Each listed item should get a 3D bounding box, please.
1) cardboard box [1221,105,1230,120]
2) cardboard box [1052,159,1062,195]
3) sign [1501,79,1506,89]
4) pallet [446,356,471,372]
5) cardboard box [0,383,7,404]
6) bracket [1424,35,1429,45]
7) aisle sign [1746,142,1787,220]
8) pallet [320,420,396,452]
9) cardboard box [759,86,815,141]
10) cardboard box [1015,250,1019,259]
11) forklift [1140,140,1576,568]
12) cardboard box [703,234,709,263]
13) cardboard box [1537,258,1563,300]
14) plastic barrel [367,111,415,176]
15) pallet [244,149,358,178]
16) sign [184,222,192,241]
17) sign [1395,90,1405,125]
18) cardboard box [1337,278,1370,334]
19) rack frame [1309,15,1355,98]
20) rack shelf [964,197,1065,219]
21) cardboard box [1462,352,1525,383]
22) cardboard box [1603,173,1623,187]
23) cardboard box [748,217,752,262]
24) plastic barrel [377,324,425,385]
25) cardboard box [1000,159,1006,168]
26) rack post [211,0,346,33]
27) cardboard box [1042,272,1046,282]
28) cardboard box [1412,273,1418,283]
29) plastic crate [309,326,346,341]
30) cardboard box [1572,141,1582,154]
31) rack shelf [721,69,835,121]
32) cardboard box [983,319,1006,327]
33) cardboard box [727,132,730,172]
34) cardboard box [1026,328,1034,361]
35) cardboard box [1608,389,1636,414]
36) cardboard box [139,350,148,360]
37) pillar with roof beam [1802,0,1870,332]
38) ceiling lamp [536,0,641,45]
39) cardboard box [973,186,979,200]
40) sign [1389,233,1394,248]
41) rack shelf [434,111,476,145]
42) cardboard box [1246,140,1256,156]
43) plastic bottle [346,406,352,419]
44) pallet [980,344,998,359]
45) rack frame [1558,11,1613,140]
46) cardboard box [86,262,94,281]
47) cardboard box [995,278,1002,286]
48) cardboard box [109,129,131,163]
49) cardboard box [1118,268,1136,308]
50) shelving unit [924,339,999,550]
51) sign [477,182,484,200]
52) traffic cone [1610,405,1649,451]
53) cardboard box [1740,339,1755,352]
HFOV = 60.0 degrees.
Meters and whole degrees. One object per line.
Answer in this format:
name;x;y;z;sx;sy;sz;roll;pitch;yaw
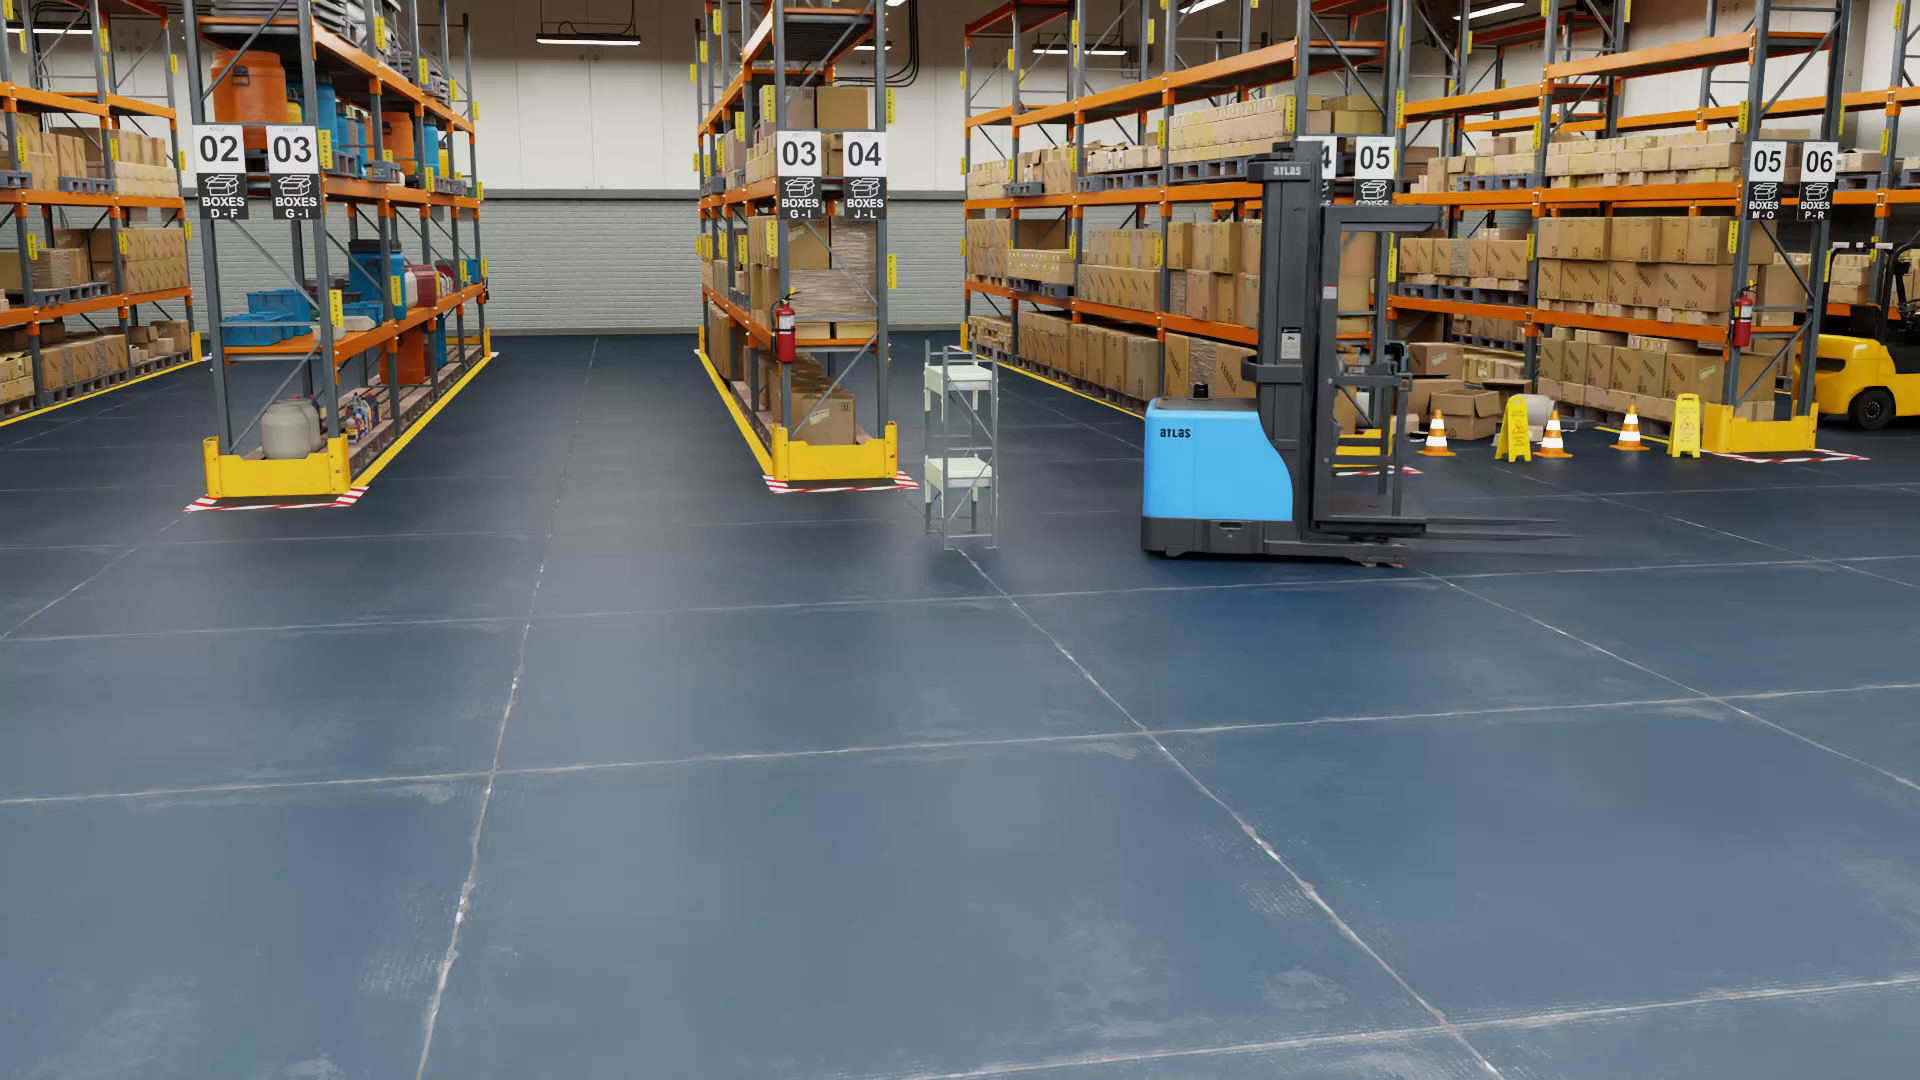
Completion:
cardboard box;3.011;-4.554;17.725;0.380;0.149;0.250;-2;11;-11
cardboard box;1.679;-5.404;24.776;0.500;0.500;0.500;-2;11;-11
sign;10.846;-9.042;33.212;0.100;0.325;0.005;-2;11;-11
pallet;-8.553;-2.850;27.104;1.003;0.211;1.213;-2;11;-11
cardboard box;-11.913;-1.754;20.122;0.500;0.250;0.500;-2;11;-10
bracket;10.229;-10.847;35.994;0.235;0.232;0.430;-2;11;-11
aisle sign;8.269;-3.681;17.061;0.394;0.787;0.004;-2;11;-11
pallet;-6.726;-1.124;18.039;1.003;0.211;1.213;-2;11;-11
cardboard box;-1.729;-4.255;16.606;0.500;0.500;0.500;-2;11;-11
cardboard box;1.105;-4.616;26.885;0.380;0.149;0.250;-2;11;-11
forklift;2.867;-1.352;11.959;3.031;2.935;1.130;2;11;8
cardboard box;-4.259;-5.156;29.365;0.500;0.500;0.500;-2;11;-13
cardboard box;7.576;-3.264;20.759;0.500;0.500;0.500;-2;11;-11
plastic barrel;-7.701;-5.348;22.476;0.600;0.830;0.708;-2;11;-11
pallet;-6.103;-3.421;15.132;1.003;0.211;1.213;-2;11;-11
sign;-13.461;-5.381;29.003;0.100;0.325;0.005;-2;11;-11
sign;4.251;-4.188;16.107;0.100;0.325;0.005;-2;11;-11
cardboard box;3.589;-2.367;16.711;0.875;0.550;0.550;-2;11;-11
rack frame;6.208;-7.574;28.421;1.000;3.000;0.127;-2;11;-11
rack shelf;0.983;-5.915;29.653;1.077;0.370;4.000;-2;11;-11
cardboard box;7.379;-2.430;23.347;0.950;0.372;0.625;-2;11;-9
cardboard box;7.748;-4.204;19.410;0.380;0.149;0.250;-2;11;-12
cardboard box;-2.119;-3.394;18.767;0.500;0.500;0.500;-2;11;-11
plastic barrel;-7.705;-2.582;22.920;0.600;0.830;0.708;-2;11;-11
cardboard box;0.892;-6.408;28.318;0.380;0.149;0.250;-2;11;-11
rack post;-6.060;-4.730;14.818;0.937;0.300;0.954;-1;11;-5
cardboard box;1.461;-3.990;25.185;0.380;0.149;0.250;-2;11;-12
cardboard box;6.888;-3.856;24.485;0.380;0.149;0.250;-3;11;-15
plastic crate;-5.896;-1.932;15.528;0.298;0.136;0.250;-2;11;-11
cardboard box;7.626;-4.736;20.075;0.380;0.149;0.250;-2;11;-13
rack shelf;-2.346;-5.563;20.851;1.077;0.370;4.000;-2;11;-11
cardboard box;0.631;-3.961;30.393;0.380;0.149;0.250;-2;11;-9
cardboard box;-2.801;-5.112;21.906;0.500;0.500;0.500;-2;11;-11
cardboard box;1.360;-3.164;26.861;0.500;0.500;0.500;-2;11;-8
cardboard box;7.920;-1.611;19.368;0.500;0.250;0.500;-3;11;-13
cardboard box;-13.279;-2.974;26.701;0.380;0.166;0.250;-2;11;-11
pillar with roof beam;8.769;-6.658;23.612;9.100;9.000;0.400;-2;11;-11
ceiling lamp;-7.201;-11.218;31.958;2.000;3.185;0.800;-2;11;-11
cardboard box;0.528;-6.373;30.537;0.500;0.250;0.500;-2;11;-9
sign;6.442;-4.441;24.910;0.100;0.325;0.005;-2;11;-11
rack shelf;-8.761;-6.850;27.613;1.077;0.370;4.000;-2;11;-11
cardboard box;3.161;-4.021;17.060;0.380;0.149;0.250;-2;11;-10
plastic bottle;-6.384;-1.265;17.407;0.061;0.283;0.133;-2;11;-11
pallet;0.966;-3.404;30.018;1.003;0.211;1.213;-2;11;-11
rack frame;11.076;-7.755;29.373;1.000;3.000;0.127;-2;11;-11
cardboard box;-13.580;-4.038;25.623;0.500;0.500;0.500;-2;11;-10
cardboard box;0.828;-4.540;29.199;0.380;0.149;0.250;-3;11;-13
cardboard box;-13.321;-6.105;25.787;0.700;0.500;0.500;-2;11;-11
cardboard box;2.367;-3.281;21.647;0.500;0.500;0.500;-2;11;-10
shelving unit;0.001;-0.736;12.550;0.431;1.500;0.755;-2;11;-11
sign;-8.613;-6.265;29.847;0.100;0.325;0.005;-2;11;-11
traffic cone;7.192;-1.212;17.824;0.336;0.463;0.334;-2;11;-11
cardboard box;12.096;-2.880;25.031;0.875;0.625;0.625;-2;11;-9
